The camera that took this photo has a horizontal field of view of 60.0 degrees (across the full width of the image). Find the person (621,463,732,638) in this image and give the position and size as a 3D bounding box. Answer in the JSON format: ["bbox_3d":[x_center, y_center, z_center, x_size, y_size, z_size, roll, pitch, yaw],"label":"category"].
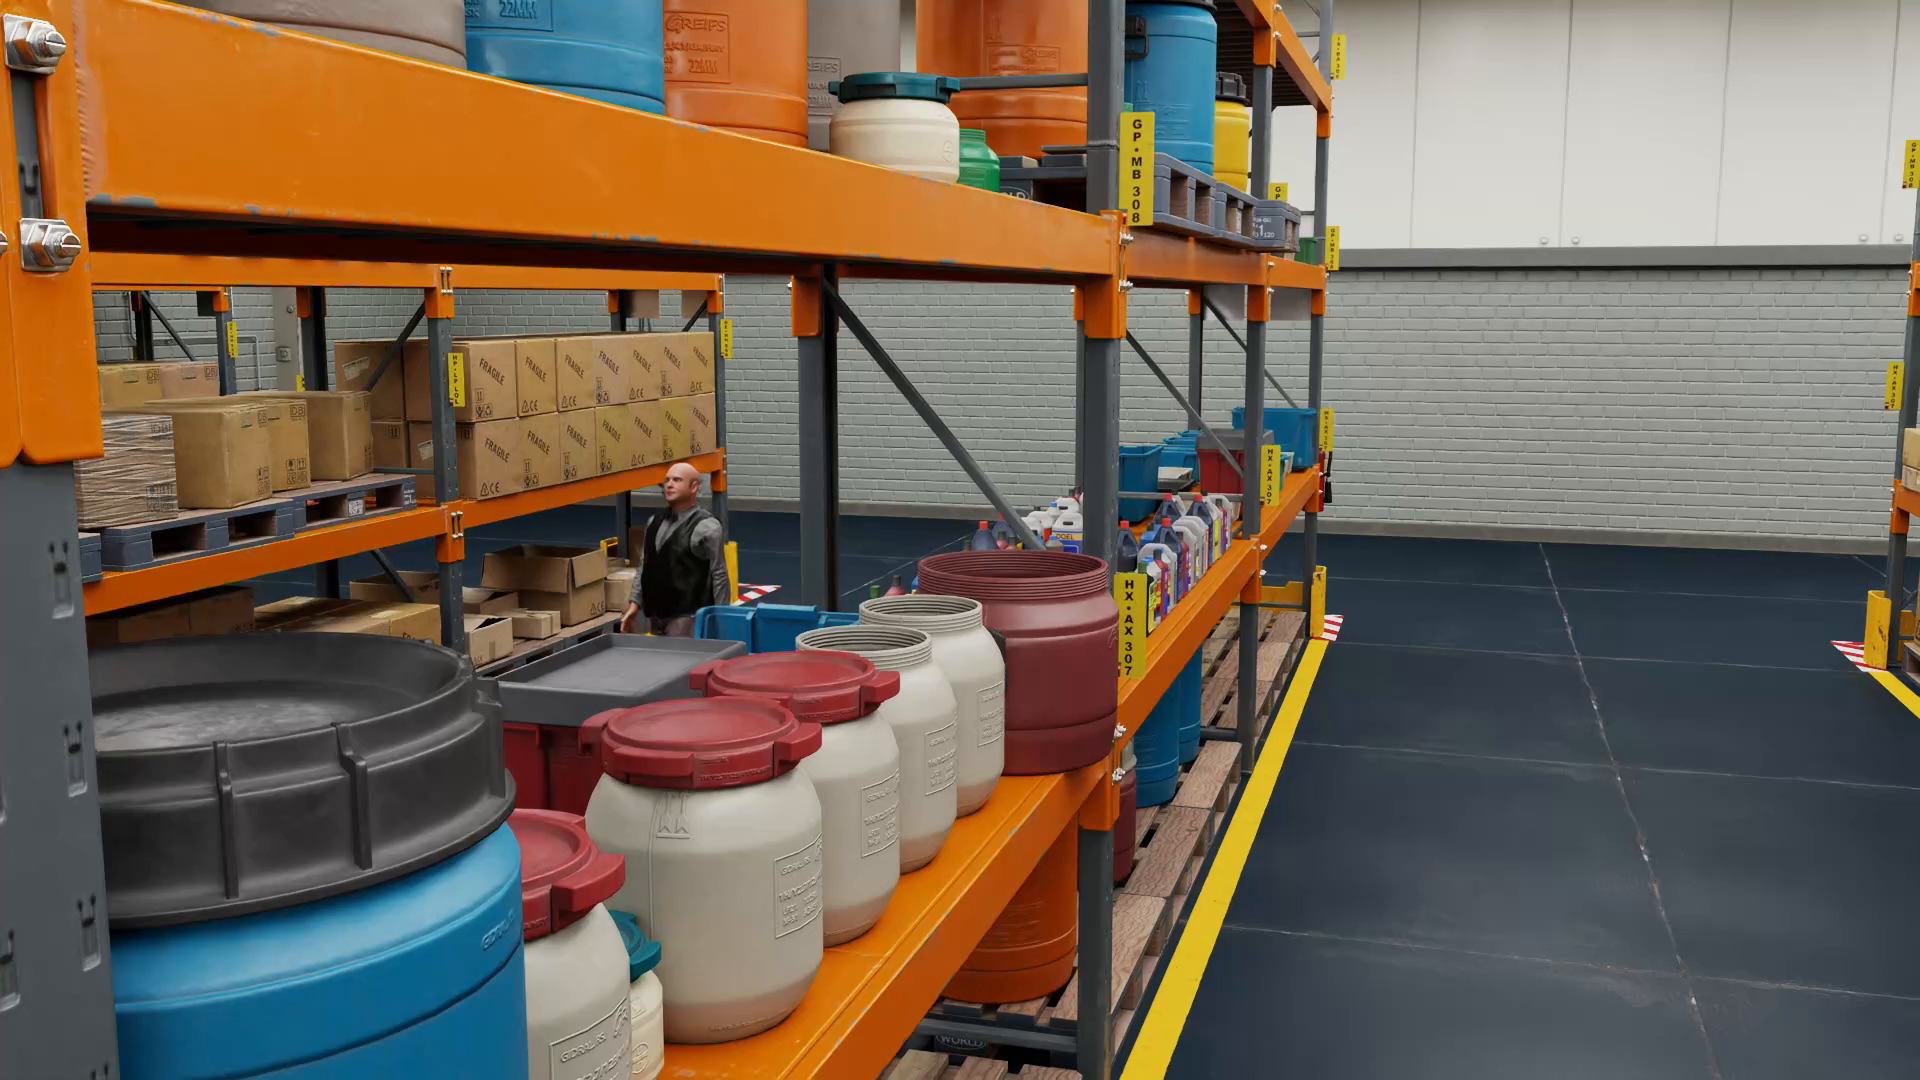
[{"bbox_3d":[-1.530,0.416,9.099,0.528,1.677,1.006,7,11,40],"label":"person"}]
